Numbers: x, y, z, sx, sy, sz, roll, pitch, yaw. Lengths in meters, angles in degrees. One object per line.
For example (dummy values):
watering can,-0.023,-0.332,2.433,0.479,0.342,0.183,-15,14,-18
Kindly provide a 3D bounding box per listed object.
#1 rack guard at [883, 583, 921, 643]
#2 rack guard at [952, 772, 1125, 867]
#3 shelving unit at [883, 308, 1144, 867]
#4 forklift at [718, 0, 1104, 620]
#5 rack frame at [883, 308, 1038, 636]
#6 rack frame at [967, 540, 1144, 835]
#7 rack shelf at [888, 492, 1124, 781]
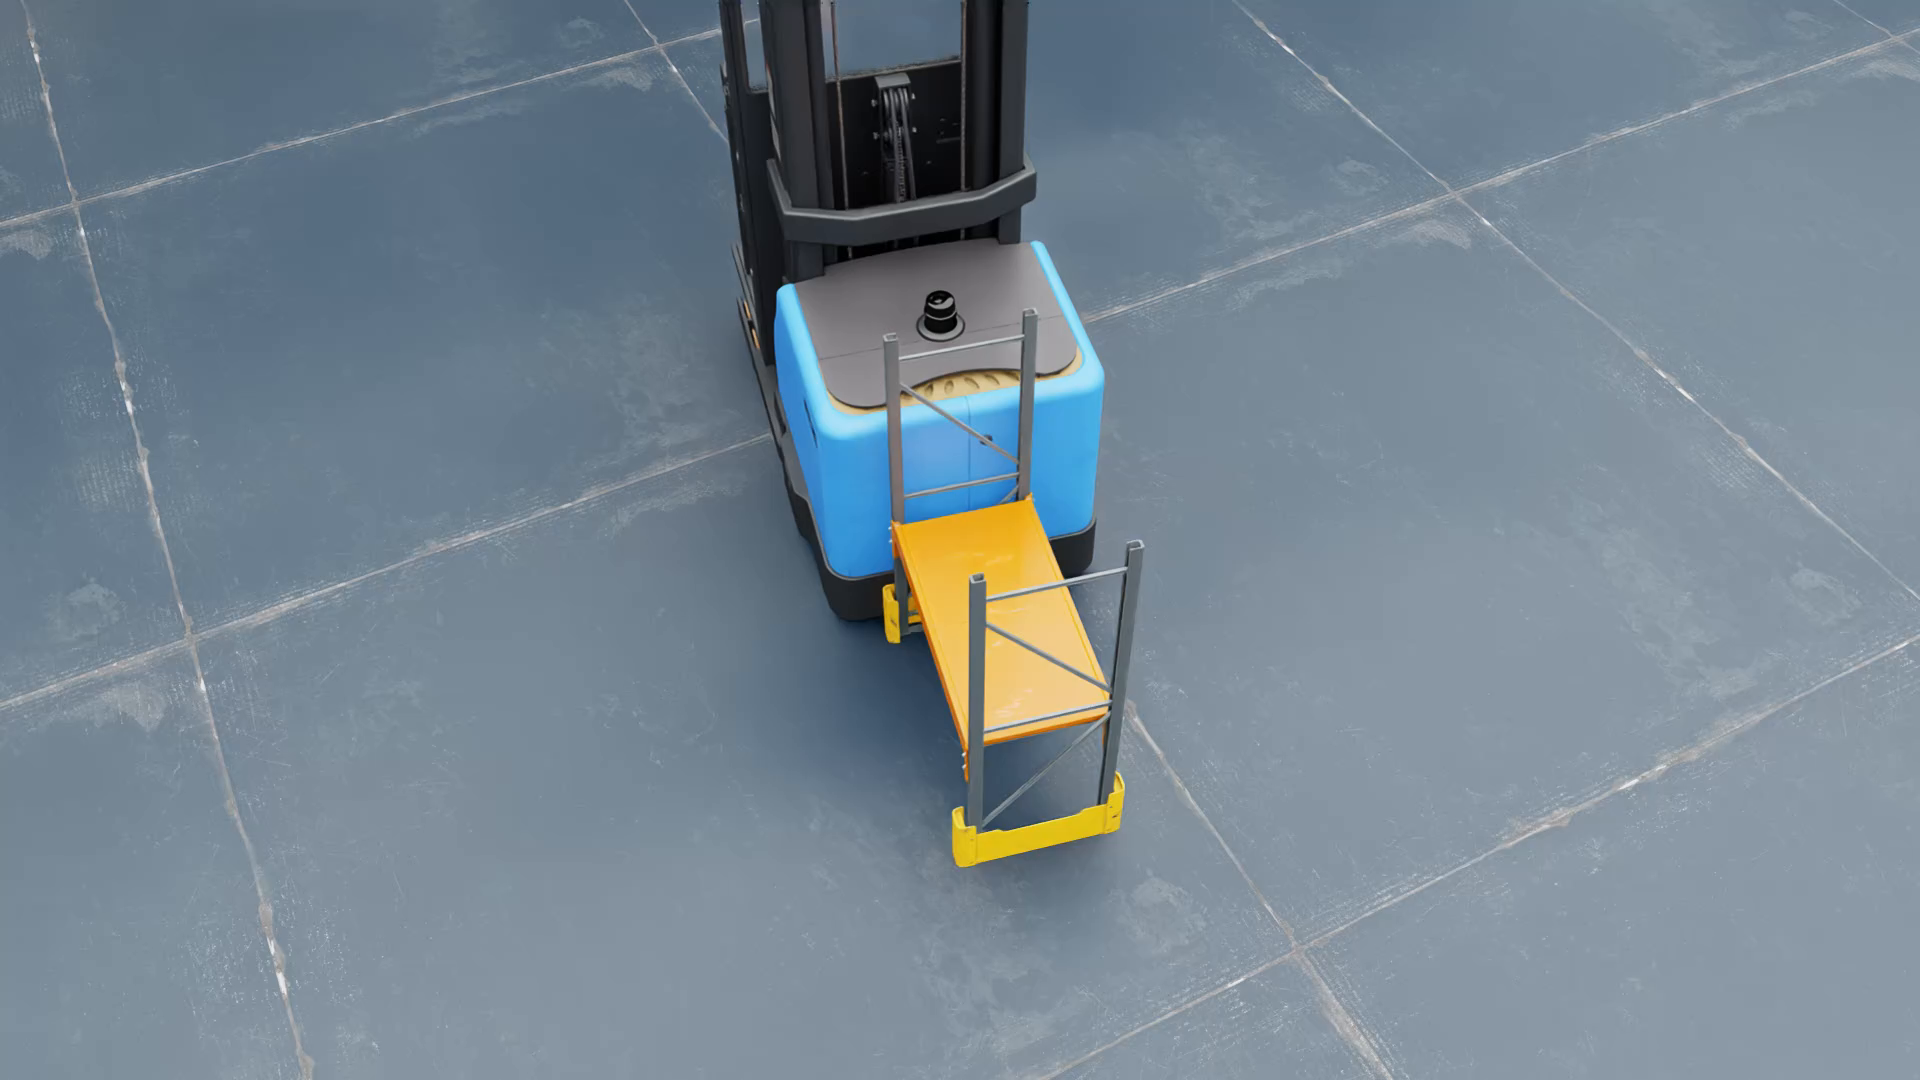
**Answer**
rack guard,0.003,0.226,6.279,0.587,0.250,0.087,-12,50,-10
rack guard,0.264,0.949,5.646,0.587,0.250,0.087,-12,50,-10
shelving unit,0.134,0.176,5.492,0.587,1.500,1.083,-12,50,-10
forklift,-0.360,-1.799,6.268,1.130,2.935,3.031,-12,50,-10
rack frame,0.003,-0.187,5.809,0.500,1.500,0.032,-12,50,-10
rack frame,0.269,0.552,5.163,0.500,1.500,0.032,-12,50,-10
rack shelf,0.136,0.301,5.622,0.538,0.185,1.000,-12,50,-10
